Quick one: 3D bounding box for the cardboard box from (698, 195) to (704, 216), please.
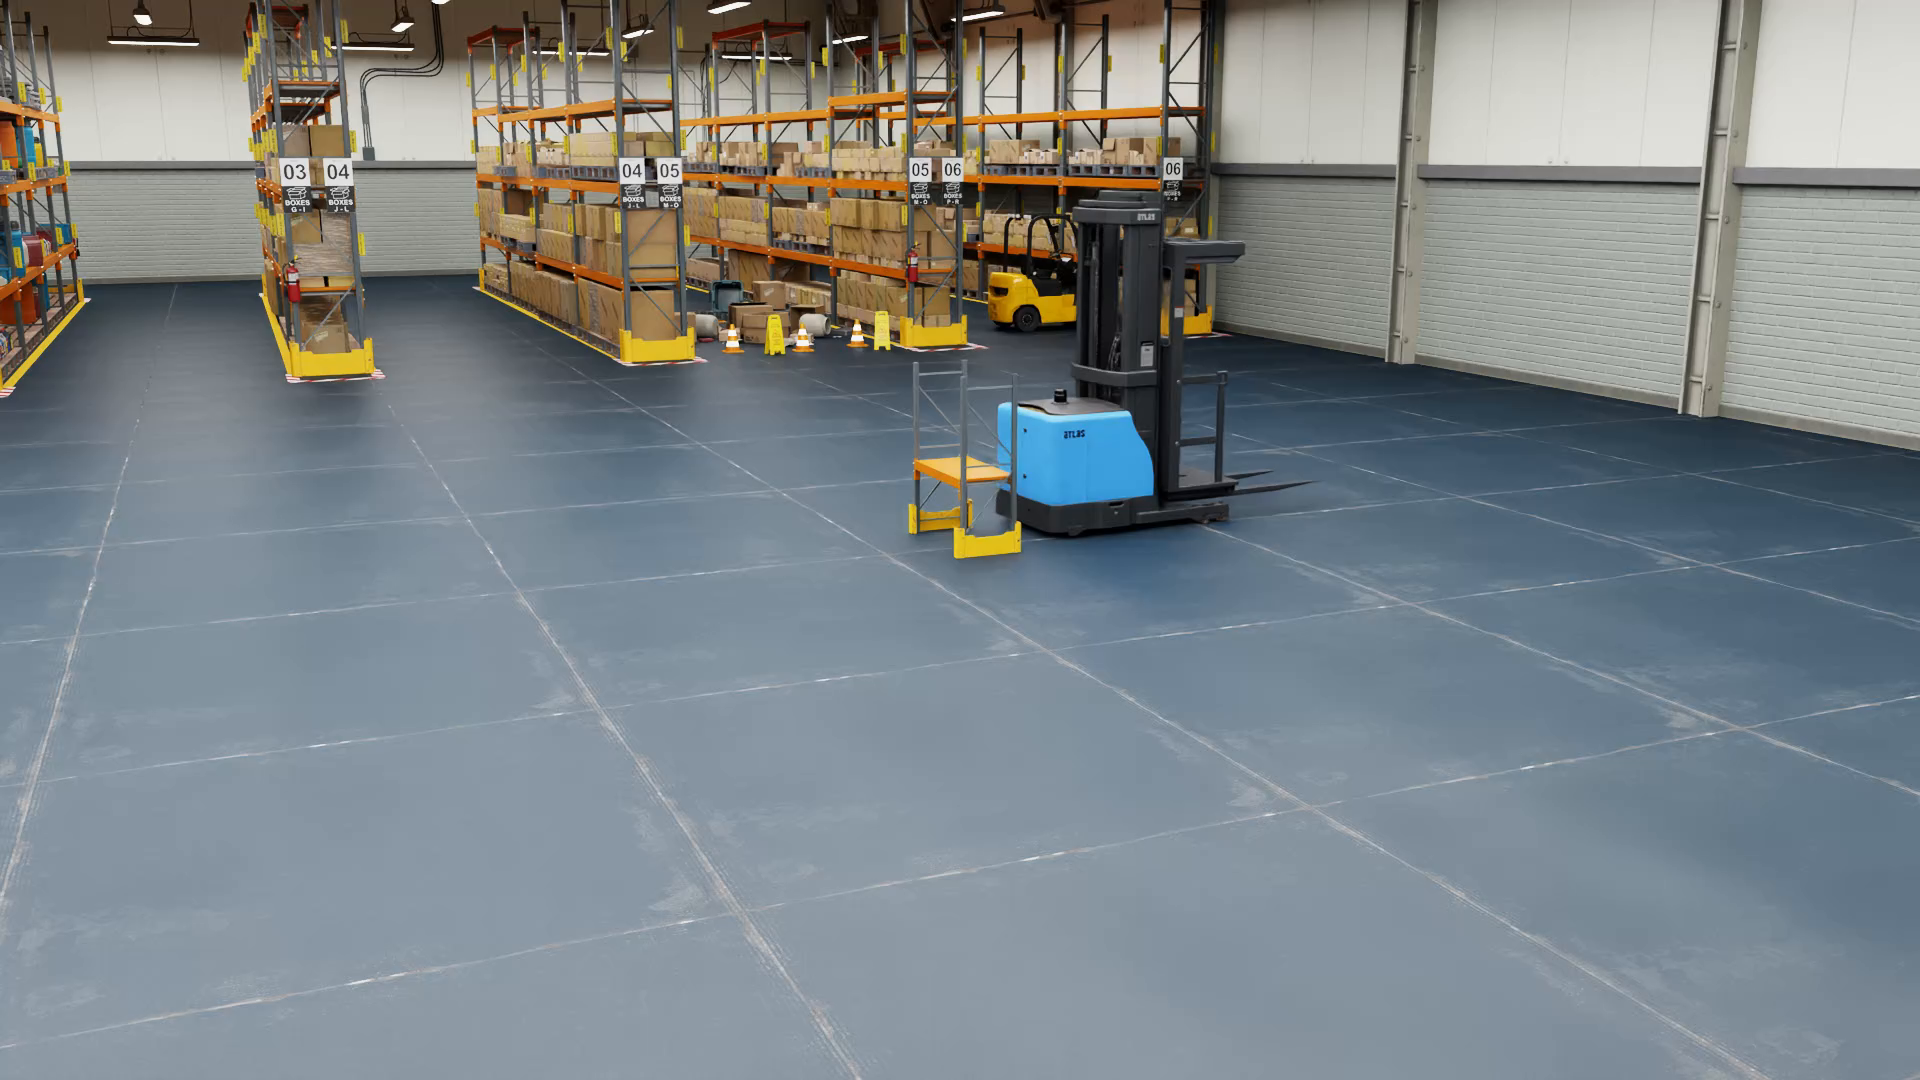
[{"bbox_3d":[-6.088,-8.173,40.590,0.500,0.500,0.500,-5,14,-22],"label":"cardboard box"}]

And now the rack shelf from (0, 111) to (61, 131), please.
[{"bbox_3d":[-19.657,-8.802,34.928,1.077,0.370,4.000,-6,14,-23],"label":"rack shelf"}]

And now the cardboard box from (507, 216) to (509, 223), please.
[{"bbox_3d":[-9.578,-6.921,35.926,0.380,0.149,0.250,-6,14,-23],"label":"cardboard box"}]

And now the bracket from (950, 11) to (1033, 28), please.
[{"bbox_3d":[0.735,-12.051,38.501,0.076,0.066,4.783,-6,14,-23],"label":"bracket"}]

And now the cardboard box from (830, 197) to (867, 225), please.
[{"bbox_3d":[-2.056,-6.272,31.717,0.700,0.500,0.500,-6,14,-24],"label":"cardboard box"}]

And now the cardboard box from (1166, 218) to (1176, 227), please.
[{"bbox_3d":[3.779,-5.889,30.841,0.380,0.149,0.250,-6,14,-23],"label":"cardboard box"}]

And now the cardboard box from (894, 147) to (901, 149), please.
[{"bbox_3d":[-1.325,-9.767,41.829,0.500,0.250,0.500,-6,14,-24],"label":"cardboard box"}]

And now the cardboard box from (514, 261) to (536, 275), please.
[{"bbox_3d":[-9.463,-5.952,36.384,0.500,0.250,0.500,-5,14,-21],"label":"cardboard box"}]

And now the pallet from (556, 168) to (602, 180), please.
[{"bbox_3d":[-6.941,-6.787,30.812,0.805,0.209,1.217,-6,14,-25],"label":"pallet"}]

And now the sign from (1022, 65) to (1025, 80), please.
[{"bbox_3d":[1.418,-10.483,37.283,0.100,0.325,0.005,-6,14,-23],"label":"sign"}]

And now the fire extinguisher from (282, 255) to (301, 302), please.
[{"bbox_3d":[-9.888,-3.877,24.640,0.296,0.674,0.183,-6,14,-23],"label":"fire extinguisher"}]

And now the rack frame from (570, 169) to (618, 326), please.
[{"bbox_3d":[-6.528,-5.233,30.330,1.000,3.000,0.127,-6,14,-23],"label":"rack frame"}]

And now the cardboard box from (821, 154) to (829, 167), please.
[{"bbox_3d":[-2.400,-7.402,32.448,0.500,0.250,0.500,-6,14,-24],"label":"cardboard box"}]

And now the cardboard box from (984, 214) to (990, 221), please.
[{"bbox_3d":[0.769,-7.249,37.379,0.380,0.149,0.250,-5,14,-21],"label":"cardboard box"}]

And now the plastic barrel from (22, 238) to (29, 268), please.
[{"bbox_3d":[-16.646,-5.047,29.275,0.421,0.512,0.421,0,13,0],"label":"plastic barrel"}]

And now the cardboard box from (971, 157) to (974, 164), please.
[{"bbox_3d":[0.462,-8.666,37.958,0.380,0.149,0.250,-6,14,-24],"label":"cardboard box"}]

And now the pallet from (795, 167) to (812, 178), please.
[{"bbox_3d":[-2.601,-7.423,33.552,1.213,0.211,1.003,-6,14,-23],"label":"pallet"}]

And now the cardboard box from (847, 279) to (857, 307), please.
[{"bbox_3d":[-1.819,-4.676,31.425,0.500,0.500,0.500,-5,14,-21],"label":"cardboard box"}]

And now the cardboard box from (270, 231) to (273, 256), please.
[{"bbox_3d":[-13.141,-5.761,32.388,0.500,0.500,0.500,-5,14,-21],"label":"cardboard box"}]

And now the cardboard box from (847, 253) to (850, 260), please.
[{"bbox_3d":[-1.918,-5.385,31.543,0.380,0.149,0.250,-6,14,-23],"label":"cardboard box"}]

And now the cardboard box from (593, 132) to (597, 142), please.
[{"bbox_3d":[-5.881,-6.690,27.604,0.380,0.149,0.250,-6,14,-24],"label":"cardboard box"}]

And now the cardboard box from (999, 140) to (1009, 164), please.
[{"bbox_3d":[1.272,-8.473,36.302,0.700,0.500,0.500,-6,14,-24],"label":"cardboard box"}]

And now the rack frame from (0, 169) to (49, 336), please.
[{"bbox_3d":[-17.254,-5.185,30.122,1.000,3.000,0.127,-6,14,-23],"label":"rack frame"}]

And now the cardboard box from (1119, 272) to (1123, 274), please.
[{"bbox_3d":[3.295,-5.209,33.175,0.500,0.250,0.500,-6,14,-23],"label":"cardboard box"}]

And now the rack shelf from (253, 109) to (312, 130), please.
[{"bbox_3d":[-13.517,-8.423,33.290,1.077,0.370,4.000,-6,14,-23],"label":"rack shelf"}]

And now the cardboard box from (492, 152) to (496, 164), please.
[{"bbox_3d":[-10.349,-8.699,37.875,0.500,0.250,0.500,-6,14,-25],"label":"cardboard box"}]

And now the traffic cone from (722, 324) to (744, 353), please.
[{"bbox_3d":[-3.838,-3.409,28.074,0.336,0.463,0.334,-6,14,-23],"label":"traffic cone"}]

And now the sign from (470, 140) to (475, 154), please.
[{"bbox_3d":[-11.832,-9.551,40.393,0.100,0.325,0.005,-6,14,-23],"label":"sign"}]

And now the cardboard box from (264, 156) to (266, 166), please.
[{"bbox_3d":[-12.763,-7.266,31.129,0.500,0.500,0.500,-5,14,-22],"label":"cardboard box"}]

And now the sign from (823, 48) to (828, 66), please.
[{"bbox_3d":[-2.540,-9.105,31.331,0.100,0.325,0.005,-6,14,-23],"label":"sign"}]

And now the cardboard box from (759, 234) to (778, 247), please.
[{"bbox_3d":[-4.076,-6.536,36.290,0.500,0.250,0.500,-6,14,-25],"label":"cardboard box"}]

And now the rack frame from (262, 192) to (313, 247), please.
[{"bbox_3d":[-14.318,-6.459,35.626,1.000,3.000,0.127,-6,14,-23],"label":"rack frame"}]

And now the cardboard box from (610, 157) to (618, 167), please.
[{"bbox_3d":[-5.370,-6.037,26.555,0.380,0.149,0.250,-6,14,-23],"label":"cardboard box"}]

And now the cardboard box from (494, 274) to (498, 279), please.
[{"bbox_3d":[-10.927,-6.329,39.793,0.380,0.149,0.250,-6,14,-26],"label":"cardboard box"}]

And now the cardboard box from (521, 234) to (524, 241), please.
[{"bbox_3d":[-8.847,-6.254,34.365,0.380,0.149,0.250,-6,14,-23],"label":"cardboard box"}]

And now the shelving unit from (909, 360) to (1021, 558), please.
[{"bbox_3d":[0.031,-0.715,14.133,0.587,1.500,1.083,-6,14,-23],"label":"shelving unit"}]

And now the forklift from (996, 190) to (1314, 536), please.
[{"bbox_3d":[1.870,-1.674,15.101,3.031,2.935,1.130,-7,15,-27],"label":"forklift"}]

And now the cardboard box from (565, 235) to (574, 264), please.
[{"bbox_3d":[-6.982,-5.366,30.680,0.500,0.500,0.500,-6,14,-23],"label":"cardboard box"}]

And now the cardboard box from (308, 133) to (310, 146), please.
[{"bbox_3d":[-10.700,-6.635,27.743,0.500,0.500,0.500,-6,14,-25],"label":"cardboard box"}]

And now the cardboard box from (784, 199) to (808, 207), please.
[{"bbox_3d":[-3.609,-7.188,36.334,0.500,0.500,0.500,-6,14,-25],"label":"cardboard box"}]

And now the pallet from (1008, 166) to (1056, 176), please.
[{"bbox_3d":[1.715,-7.983,35.978,1.003,0.211,1.213,-5,14,-20],"label":"pallet"}]

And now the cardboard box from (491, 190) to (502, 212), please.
[{"bbox_3d":[-10.573,-7.853,38.550,0.500,0.500,0.500,-5,14,-21],"label":"cardboard box"}]

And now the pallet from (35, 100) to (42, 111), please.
[{"bbox_3d":[-18.497,-8.480,32.356,1.003,0.211,1.213,-6,14,-23],"label":"pallet"}]

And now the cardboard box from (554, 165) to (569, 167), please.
[{"bbox_3d":[-8.116,-7.712,34.165,0.500,0.500,0.500,-6,14,-23],"label":"cardboard box"}]

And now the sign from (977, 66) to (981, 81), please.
[{"bbox_3d":[0.418,-10.342,36.852,0.100,0.325,0.005,-6,14,-23],"label":"sign"}]

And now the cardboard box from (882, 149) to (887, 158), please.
[{"bbox_3d":[-1.170,-6.862,29.502,0.380,0.149,0.250,-6,14,-23],"label":"cardboard box"}]

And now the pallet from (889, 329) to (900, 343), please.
[{"bbox_3d":[-0.754,-3.703,29.903,1.003,0.211,1.213,-6,14,-23],"label":"pallet"}]

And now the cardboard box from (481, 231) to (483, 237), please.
[{"bbox_3d":[-11.506,-7.494,40.653,0.380,0.149,0.250,-6,14,-23],"label":"cardboard box"}]

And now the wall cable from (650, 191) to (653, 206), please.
[{"bbox_3d":[-9.120,-9.854,47.970,0.585,1.953,0.123,-6,14,-23],"label":"wall cable"}]

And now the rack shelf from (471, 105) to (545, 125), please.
[{"bbox_3d":[-10.534,-9.870,38.662,1.077,0.370,4.000,-6,14,-23],"label":"rack shelf"}]

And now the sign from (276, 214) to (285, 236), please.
[{"bbox_3d":[-10.028,-4.652,24.549,0.100,0.325,0.005,-6,14,-23],"label":"sign"}]

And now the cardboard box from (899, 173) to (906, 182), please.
[{"bbox_3d":[-0.830,-6.263,28.681,0.380,0.149,0.250,-6,14,-23],"label":"cardboard box"}]
